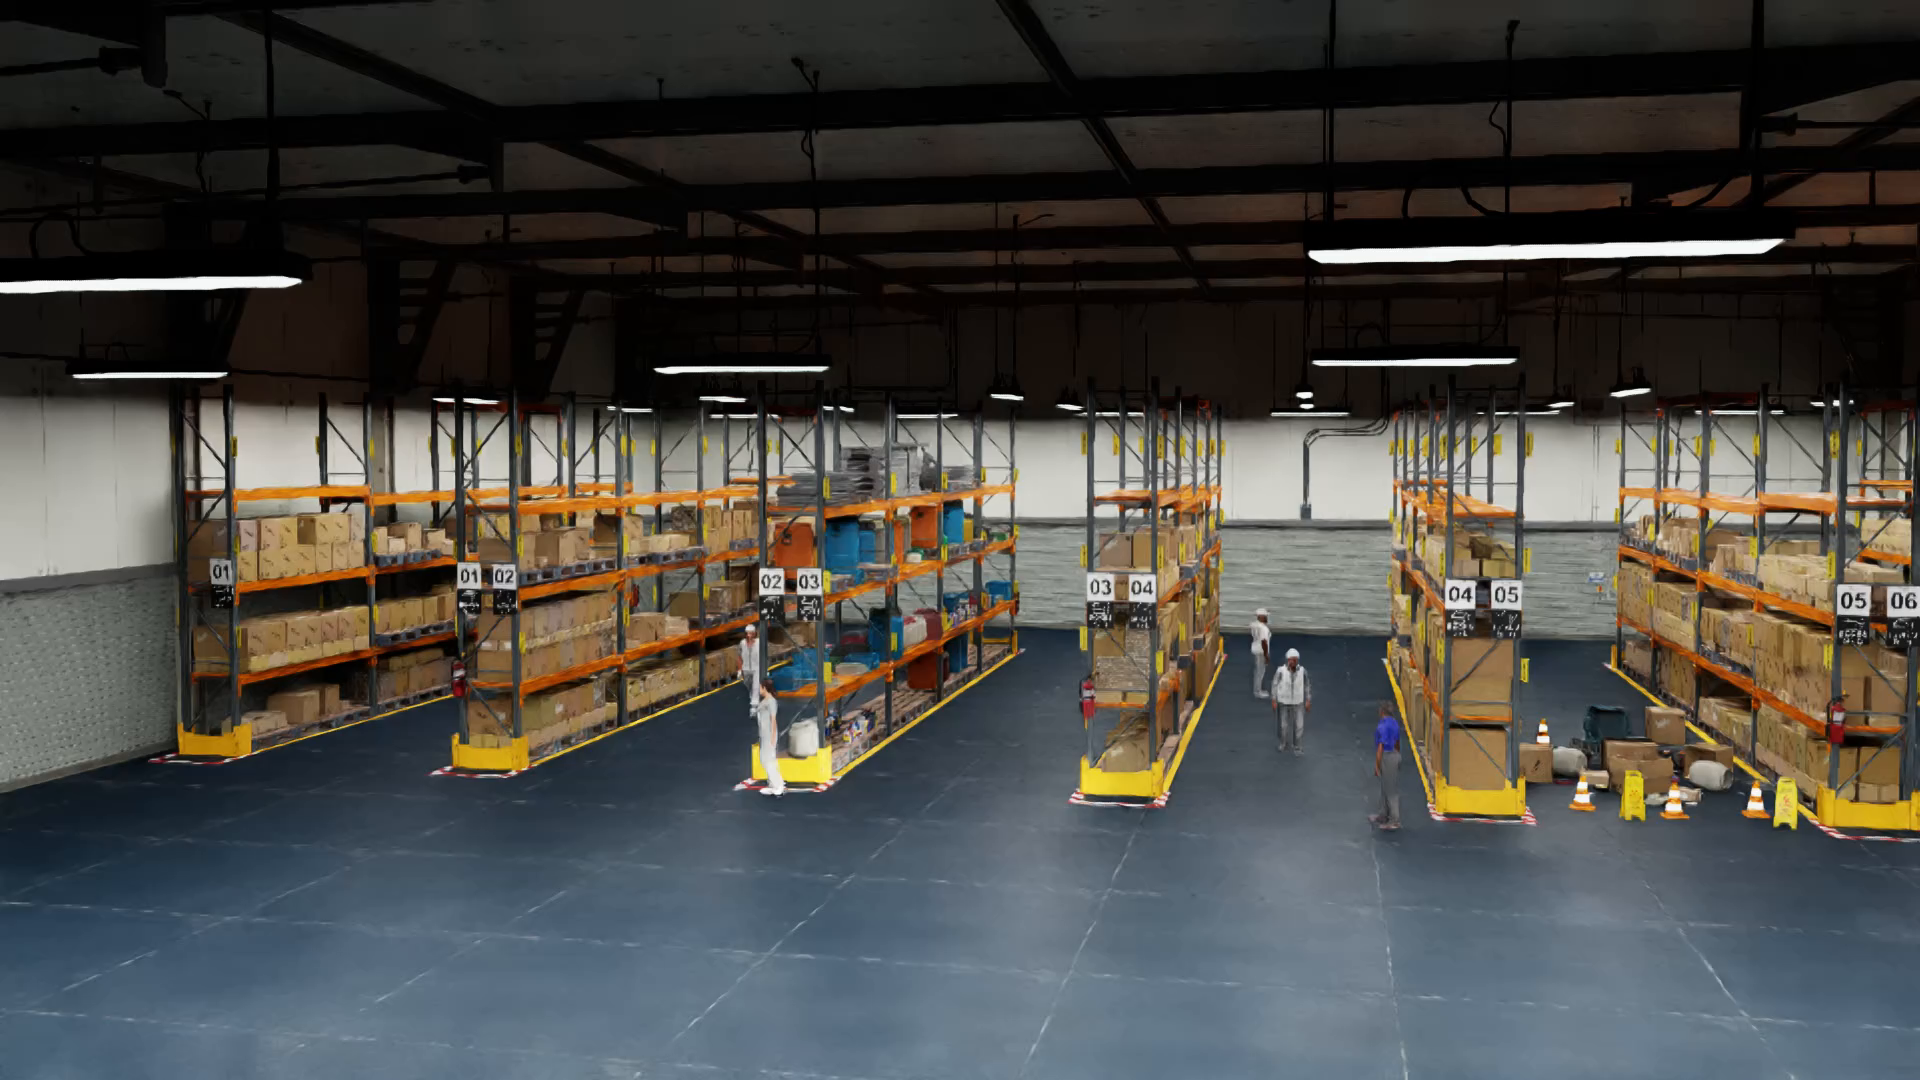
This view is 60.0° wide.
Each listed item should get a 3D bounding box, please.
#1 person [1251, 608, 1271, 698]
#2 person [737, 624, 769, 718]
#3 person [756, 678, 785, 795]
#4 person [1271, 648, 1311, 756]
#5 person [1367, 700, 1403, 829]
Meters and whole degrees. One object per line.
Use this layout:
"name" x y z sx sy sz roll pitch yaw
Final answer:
"person" 6.028 2.239 33.227 0.399 1.769 0.674 -1 3 -9
"person" -3.865 2.405 30.769 0.557 1.705 1.116 1 3 10
"person" -2.720 2.821 23.885 0.386 1.666 0.564 -1 3 -19
"person" 5.391 2.616 27.133 0.661 1.741 0.685 0 3 4
"person" 5.610 2.984 21.927 0.562 1.551 0.587 2 4 35
